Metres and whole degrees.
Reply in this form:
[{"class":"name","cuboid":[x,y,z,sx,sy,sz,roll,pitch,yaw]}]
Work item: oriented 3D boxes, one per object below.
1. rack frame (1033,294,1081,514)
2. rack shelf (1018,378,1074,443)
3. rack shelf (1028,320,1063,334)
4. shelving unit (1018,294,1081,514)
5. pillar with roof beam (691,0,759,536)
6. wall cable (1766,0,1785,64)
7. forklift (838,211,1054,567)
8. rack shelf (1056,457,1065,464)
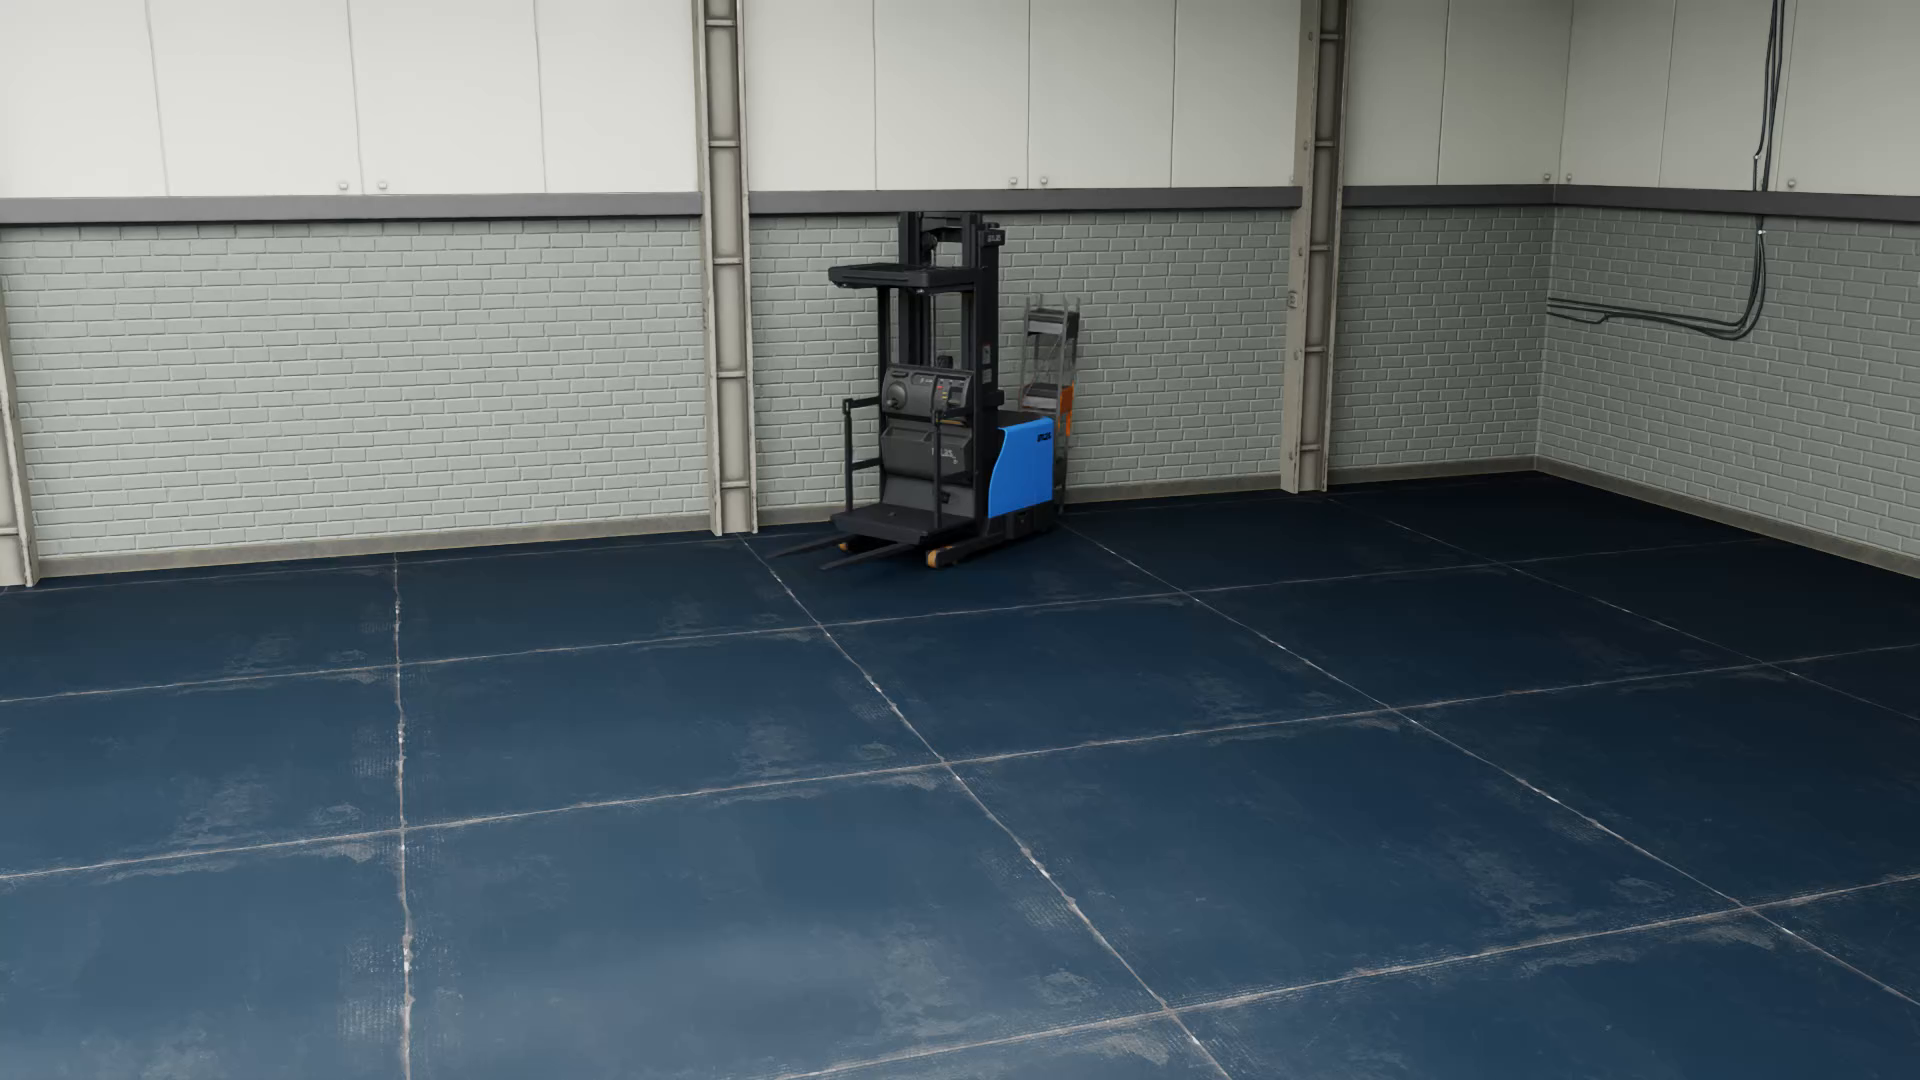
[{"class":"rack frame","cuboid":[0.879,-1.299,16.008,0.400,2.100,0.015,8,14,16]},{"class":"rack shelf","cuboid":[0.807,-1.236,15.783,0.431,0.518,0.480,8,14,16]},{"class":"rack shelf","cuboid":[0.860,-2.013,15.598,0.332,0.100,0.442,8,14,16]},{"class":"shelving unit","cuboid":[0.809,-1.250,15.785,0.431,2.100,0.492,8,14,16]},{"class":"pillar with roof beam","cuboid":[-0.732,-3.520,10.493,0.400,9.000,9.100,-4,14,-18]},{"class":"wall cable","cuboid":[7.658,-5.187,13.300,0.112,2.526,3.097,-4,14,-18]},{"class":"forklift","cuboid":[-0.421,-1.304,14.293,1.130,2.935,3.031,10,17,36]},{"class":"rack shelf","cuboid":[0.770,-0.689,15.913,0.368,0.174,0.457,8,14,16]}]
